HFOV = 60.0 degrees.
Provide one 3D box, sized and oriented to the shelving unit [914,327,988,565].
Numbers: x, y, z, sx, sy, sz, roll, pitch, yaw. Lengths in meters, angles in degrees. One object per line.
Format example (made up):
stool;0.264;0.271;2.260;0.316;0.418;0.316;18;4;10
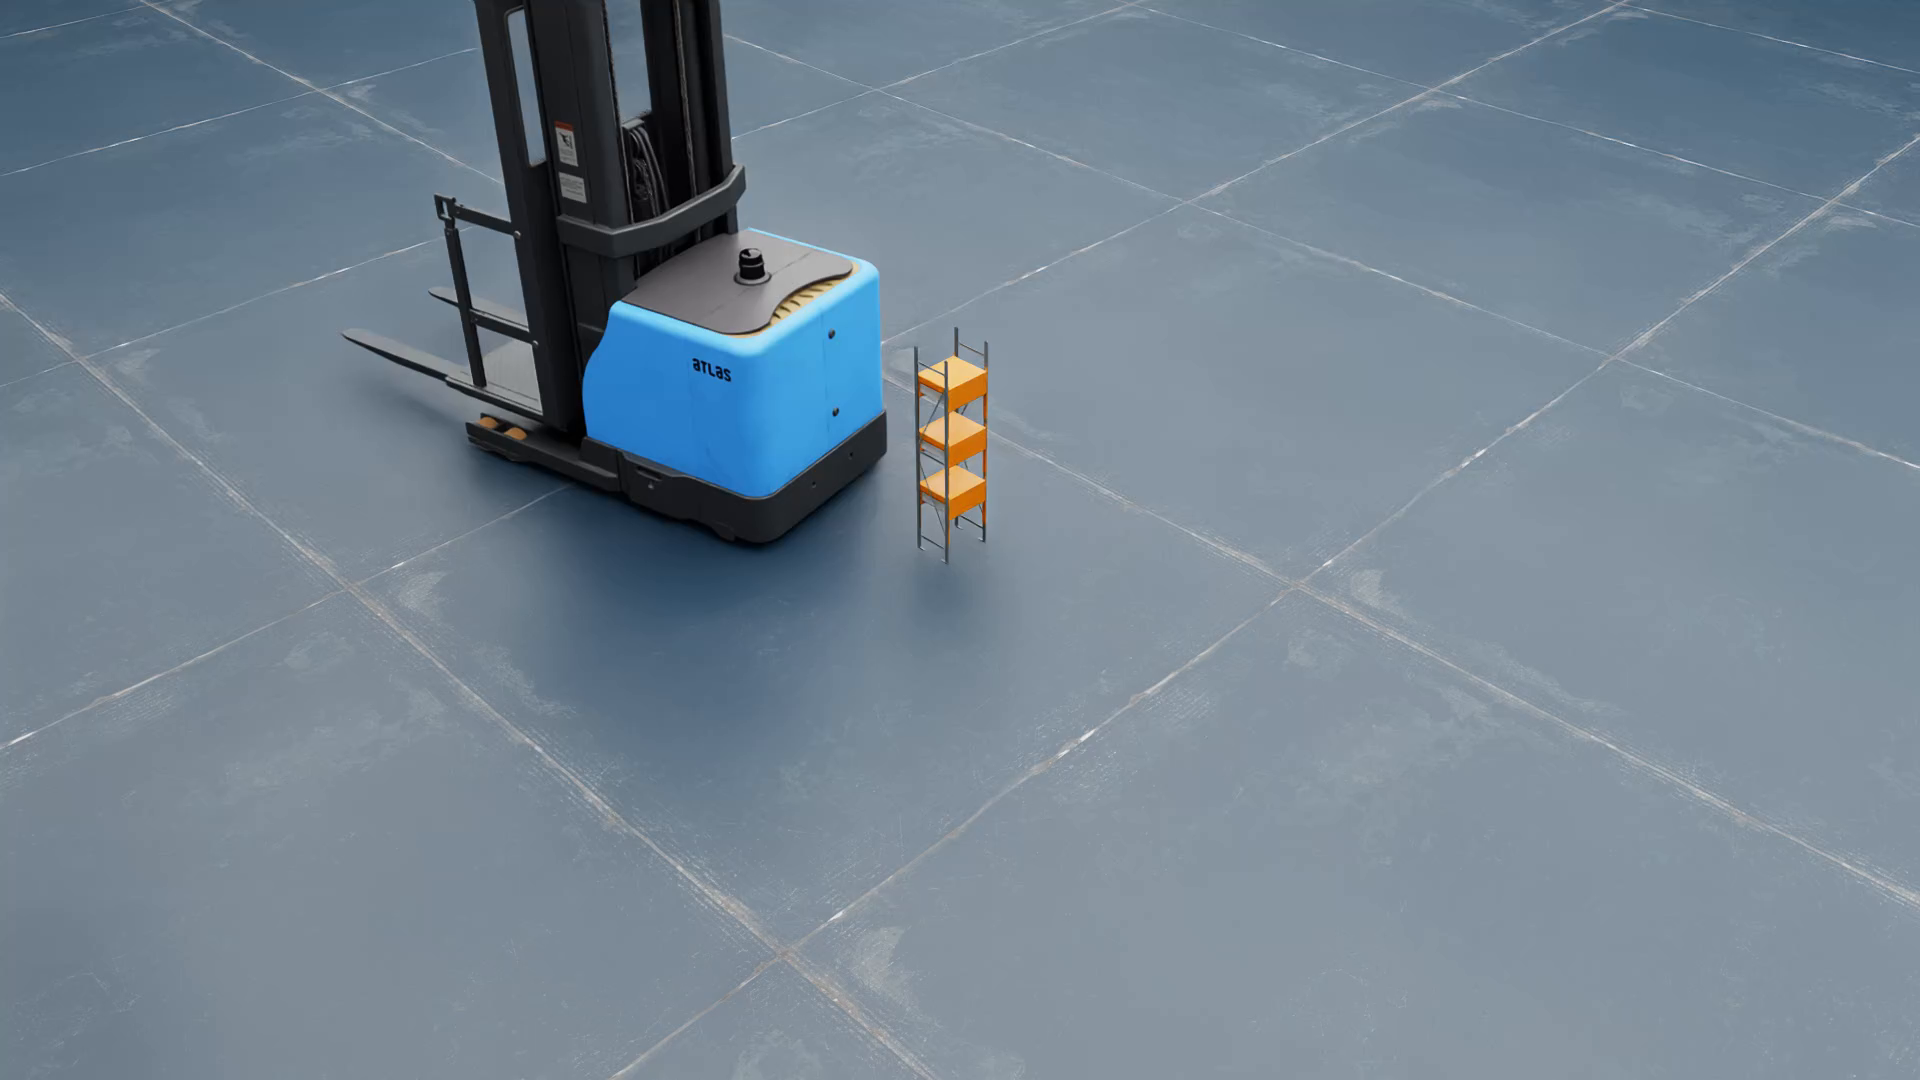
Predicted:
shelving unit;-0.038;-0.409;7.419;0.215;1.050;0.252;30;45;35

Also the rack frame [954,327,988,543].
rack frame;0.048;-0.458;7.490;0.200;1.050;0.008;30;45;35

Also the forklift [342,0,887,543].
forklift;-1.879;-1.827;7.807;3.031;2.935;1.130;20;40;26

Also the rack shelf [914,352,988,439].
rack shelf;-0.038;-0.633;7.262;0.215;0.259;0.240;30;45;35

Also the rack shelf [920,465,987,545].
rack shelf;-0.038;-0.172;7.584;0.215;0.259;0.240;30;45;35

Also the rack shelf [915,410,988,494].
rack shelf;-0.038;-0.400;7.425;0.215;0.259;0.240;30;45;35

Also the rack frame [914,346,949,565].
rack frame;-0.124;-0.359;7.348;0.200;1.050;0.008;30;45;35
